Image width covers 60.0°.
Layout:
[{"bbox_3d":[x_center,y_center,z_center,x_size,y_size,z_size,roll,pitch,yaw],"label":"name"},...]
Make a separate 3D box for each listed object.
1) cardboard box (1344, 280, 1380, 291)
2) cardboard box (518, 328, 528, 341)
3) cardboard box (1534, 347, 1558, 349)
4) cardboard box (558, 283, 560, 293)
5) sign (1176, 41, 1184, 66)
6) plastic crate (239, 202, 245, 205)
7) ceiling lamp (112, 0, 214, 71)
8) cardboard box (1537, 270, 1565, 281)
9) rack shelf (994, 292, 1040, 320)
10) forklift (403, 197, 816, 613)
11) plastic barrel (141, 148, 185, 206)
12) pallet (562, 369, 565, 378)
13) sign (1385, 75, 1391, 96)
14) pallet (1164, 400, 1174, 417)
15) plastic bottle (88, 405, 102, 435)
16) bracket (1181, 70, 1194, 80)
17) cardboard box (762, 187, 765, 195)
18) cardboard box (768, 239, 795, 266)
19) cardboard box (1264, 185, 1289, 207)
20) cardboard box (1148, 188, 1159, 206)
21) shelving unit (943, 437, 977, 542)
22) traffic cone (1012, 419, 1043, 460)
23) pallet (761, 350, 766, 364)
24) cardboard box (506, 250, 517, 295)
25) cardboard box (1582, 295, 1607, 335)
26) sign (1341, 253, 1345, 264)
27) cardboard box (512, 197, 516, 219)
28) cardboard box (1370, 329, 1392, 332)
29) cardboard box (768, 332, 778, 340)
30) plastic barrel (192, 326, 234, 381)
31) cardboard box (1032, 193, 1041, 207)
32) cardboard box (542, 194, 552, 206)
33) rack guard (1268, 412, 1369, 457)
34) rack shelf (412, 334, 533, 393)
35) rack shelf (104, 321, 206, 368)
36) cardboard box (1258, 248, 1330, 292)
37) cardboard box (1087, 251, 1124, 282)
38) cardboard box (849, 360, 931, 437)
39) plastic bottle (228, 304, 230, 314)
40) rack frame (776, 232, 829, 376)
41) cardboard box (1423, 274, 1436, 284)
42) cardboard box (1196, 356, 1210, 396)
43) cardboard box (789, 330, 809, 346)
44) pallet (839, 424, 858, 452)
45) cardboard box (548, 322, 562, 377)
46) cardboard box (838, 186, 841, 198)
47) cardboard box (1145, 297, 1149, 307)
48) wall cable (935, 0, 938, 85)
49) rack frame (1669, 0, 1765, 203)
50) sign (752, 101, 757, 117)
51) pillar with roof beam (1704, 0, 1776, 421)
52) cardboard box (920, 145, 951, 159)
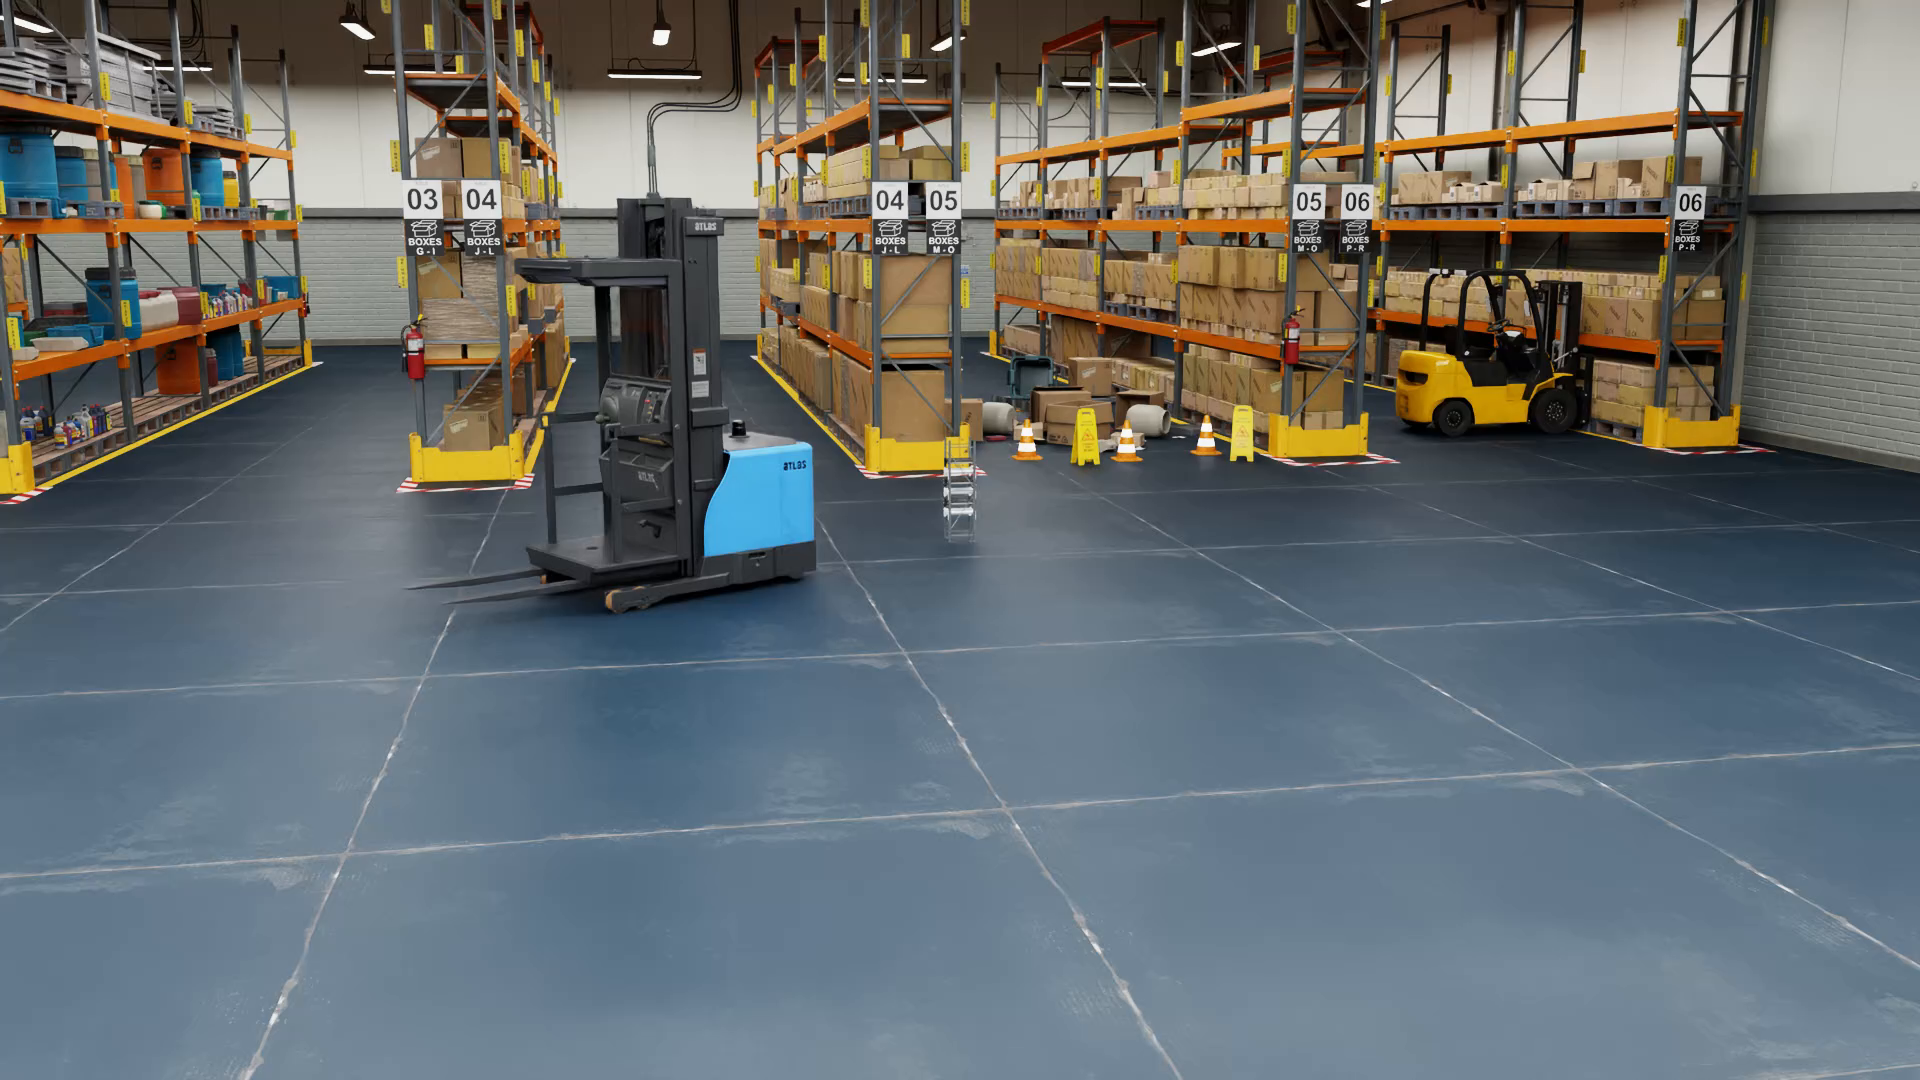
[{"bbox_3d":[7.136,-4.460,29.383,0.500,0.250,0.500,-3,11,-14],"label":"cardboard box"},{"bbox_3d":[-5.635,-2.582,20.912,0.380,0.149,0.250,-2,11,-11],"label":"cardboard box"},{"bbox_3d":[8.722,-2.675,24.286,0.500,0.250,0.500,-2,11,-10],"label":"cardboard box"},{"bbox_3d":[-7.829,-4.783,31.407,0.500,0.250,0.500,-2,11,-11],"label":"cardboard box"},{"bbox_3d":[3.025,-6.693,22.873,0.100,0.325,0.005,-2,11,-11],"label":"sign"},{"bbox_3d":[-13.317,-6.044,30.572,0.504,0.338,0.767,-2,11,-11],"label":"plastic crate"},{"bbox_3d":[-16.272,-11.109,33.382,2.000,3.185,0.800,-2,11,-11],"label":"ceiling lamp"},{"bbox_3d":[8.355,-3.714,23.391,0.380,0.149,0.250,-2,11,-10],"label":"cardboard box"},{"bbox_3d":[1.623,-4.711,33.351,1.077,0.370,4.000,-2,11,-11],"label":"rack shelf"},{"bbox_3d":[-2.574,-1.025,12.245,3.031,2.935,1.130,-9,14,-40],"label":"forklift"},{"bbox_3d":[-11.896,-5.419,24.850,0.600,0.830,0.708,-2,11,-11],"label":"plastic barrel"},{"bbox_3d":[-7.780,-3.110,30.471,1.003,0.211,1.213,-2,11,-11],"label":"pallet"},{"bbox_3d":[7.128,-7.569,27.685,0.100,0.325,0.005,-2,11,-11],"label":"sign"},{"bbox_3d":[3.415,-2.003,24.658,1.003,0.211,1.213,-2,11,-11],"label":"pallet"},{"bbox_3d":[-10.566,-1.462,20.264,0.144,0.351,0.185,-3,11,-14],"label":"plastic bottle"},{"bbox_3d":[5.572,-11.353,40.651,0.235,0.232,0.430,-2,11,-11],"label":"bracket"},{"bbox_3d":[-3.702,-6.862,32.703,0.380,0.149,0.250,-2,11,-10],"label":"cardboard box"},{"bbox_3d":[-3.372,-5.451,31.577,0.500,0.500,0.500,-2,11,-10],"label":"cardboard box"},{"bbox_3d":[3.982,-4.127,19.940,0.500,0.250,0.500,-2,11,-12],"label":"cardboard box"},{"bbox_3d":[3.121,-5.125,24.857,0.500,0.250,0.500,-2,11,-10],"label":"cardboard box"},{"bbox_3d":[-0.002,-0.444,14.620,0.258,0.900,0.210,-2,11,-11],"label":"shelving unit"},{"bbox_3d":[0.800,-1.201,19.770,0.336,0.463,0.334,-2,11,-11],"label":"traffic cone"},{"bbox_3d":[-3.463,-3.699,33.565,1.003,0.211,1.213,-2,11,-11],"label":"pallet"},{"bbox_3d":[-5.305,-3.026,18.834,0.500,0.500,0.500,-2,11,-11],"label":"cardboard box"},{"bbox_3d":[8.669,-2.997,22.155,0.500,0.500,0.500,-2,11,-12],"label":"cardboard box"},{"bbox_3d":[7.424,-5.469,32.309,0.100,0.325,0.005,-2,11,-11],"label":"sign"},{"bbox_3d":[-5.520,-3.915,19.621,0.500,0.250,0.500,-2,11,-9],"label":"cardboard box"},{"bbox_3d":[7.650,-3.741,30.157,0.380,0.149,0.250,-2,11,-12],"label":"cardboard box"},{"bbox_3d":[-3.557,-3.982,32.505,0.380,0.149,0.250,-2,11,-10],"label":"cardboard box"},{"bbox_3d":[-12.340,-3.103,27.464,0.600,0.901,0.708,-2,11,-11],"label":"plastic barrel"},{"bbox_3d":[1.574,-6.466,31.594,0.396,0.266,0.258,-2,11,-9],"label":"cardboard box"},{"bbox_3d":[-7.982,-6.457,30.917,0.700,0.500,0.500,-2,11,-9],"label":"cardboard box"},{"bbox_3d":[4.331,-1.283,20.100,1.175,0.500,0.348,-2,11,-11],"label":"rack guard"},{"bbox_3d":[-5.764,-2.150,19.894,1.077,0.370,4.000,-2,11,-11],"label":"rack shelf"},{"bbox_3d":[-11.400,-2.704,22.802,1.077,0.370,4.000,-2,11,-11],"label":"rack shelf"},{"bbox_3d":[4.033,-3.269,20.113,0.700,0.500,0.500,-2,11,-12],"label":"cardboard box"},{"bbox_3d":[2.433,-4.590,27.847,0.500,0.500,0.500,-2,11,-13],"label":"cardboard box"},{"bbox_3d":[-0.859,-1.744,20.398,0.875,0.875,0.875,-2,11,-12],"label":"cardboard box"},{"bbox_3d":[-11.883,-3.752,26.919,0.097,0.201,0.097,0,11,0],"label":"plastic bottle"},{"bbox_3d":[-2.824,-4.499,30.313,1.000,3.000,0.127,-2,11,-11],"label":"rack frame"},{"bbox_3d":[7.693,-4.208,26.779,0.380,0.149,0.250,-2,11,-10],"label":"cardboard box"},{"bbox_3d":[3.534,-2.239,22.661,0.500,0.500,0.500,-2,11,-9],"label":"cardboard box"},{"bbox_3d":[-2.628,-3.414,28.169,0.500,0.250,0.500,-2,11,-10],"label":"cardboard box"},{"bbox_3d":[-0.956,-1.296,20.939,1.003,0.211,1.213,-2,11,-11],"label":"pallet"},{"bbox_3d":[-7.390,-3.219,28.148,1.225,0.875,0.875,-3,11,-13],"label":"cardboard box"},{"bbox_3d":[-1.330,-4.372,20.903,0.380,0.149,0.250,-2,11,-12],"label":"cardboard box"},{"bbox_3d":[3.013,-3.585,25.061,0.380,0.149,0.250,-2,11,-11],"label":"cardboard box"},{"bbox_3d":[-1.666,-12.302,39.218,2.355,3.000,0.029,-2,11,-11],"label":"wall cable"},{"bbox_3d":[9.214,-5.625,20.184,1.000,3.000,0.127,-2,11,-11],"label":"rack frame"},{"bbox_3d":[-4.134,-8.658,33.408,0.100,0.325,0.005,-2,11,-11],"label":"sign"},{"bbox_3d":[5.740,-5.629,20.205,9.100,9.000,0.400,-2,11,-11],"label":"pillar with roof beam"},{"bbox_3d":[-0.242,-4.368,18.752,0.380,0.149,0.250,-2,11,-10],"label":"cardboard box"}]
